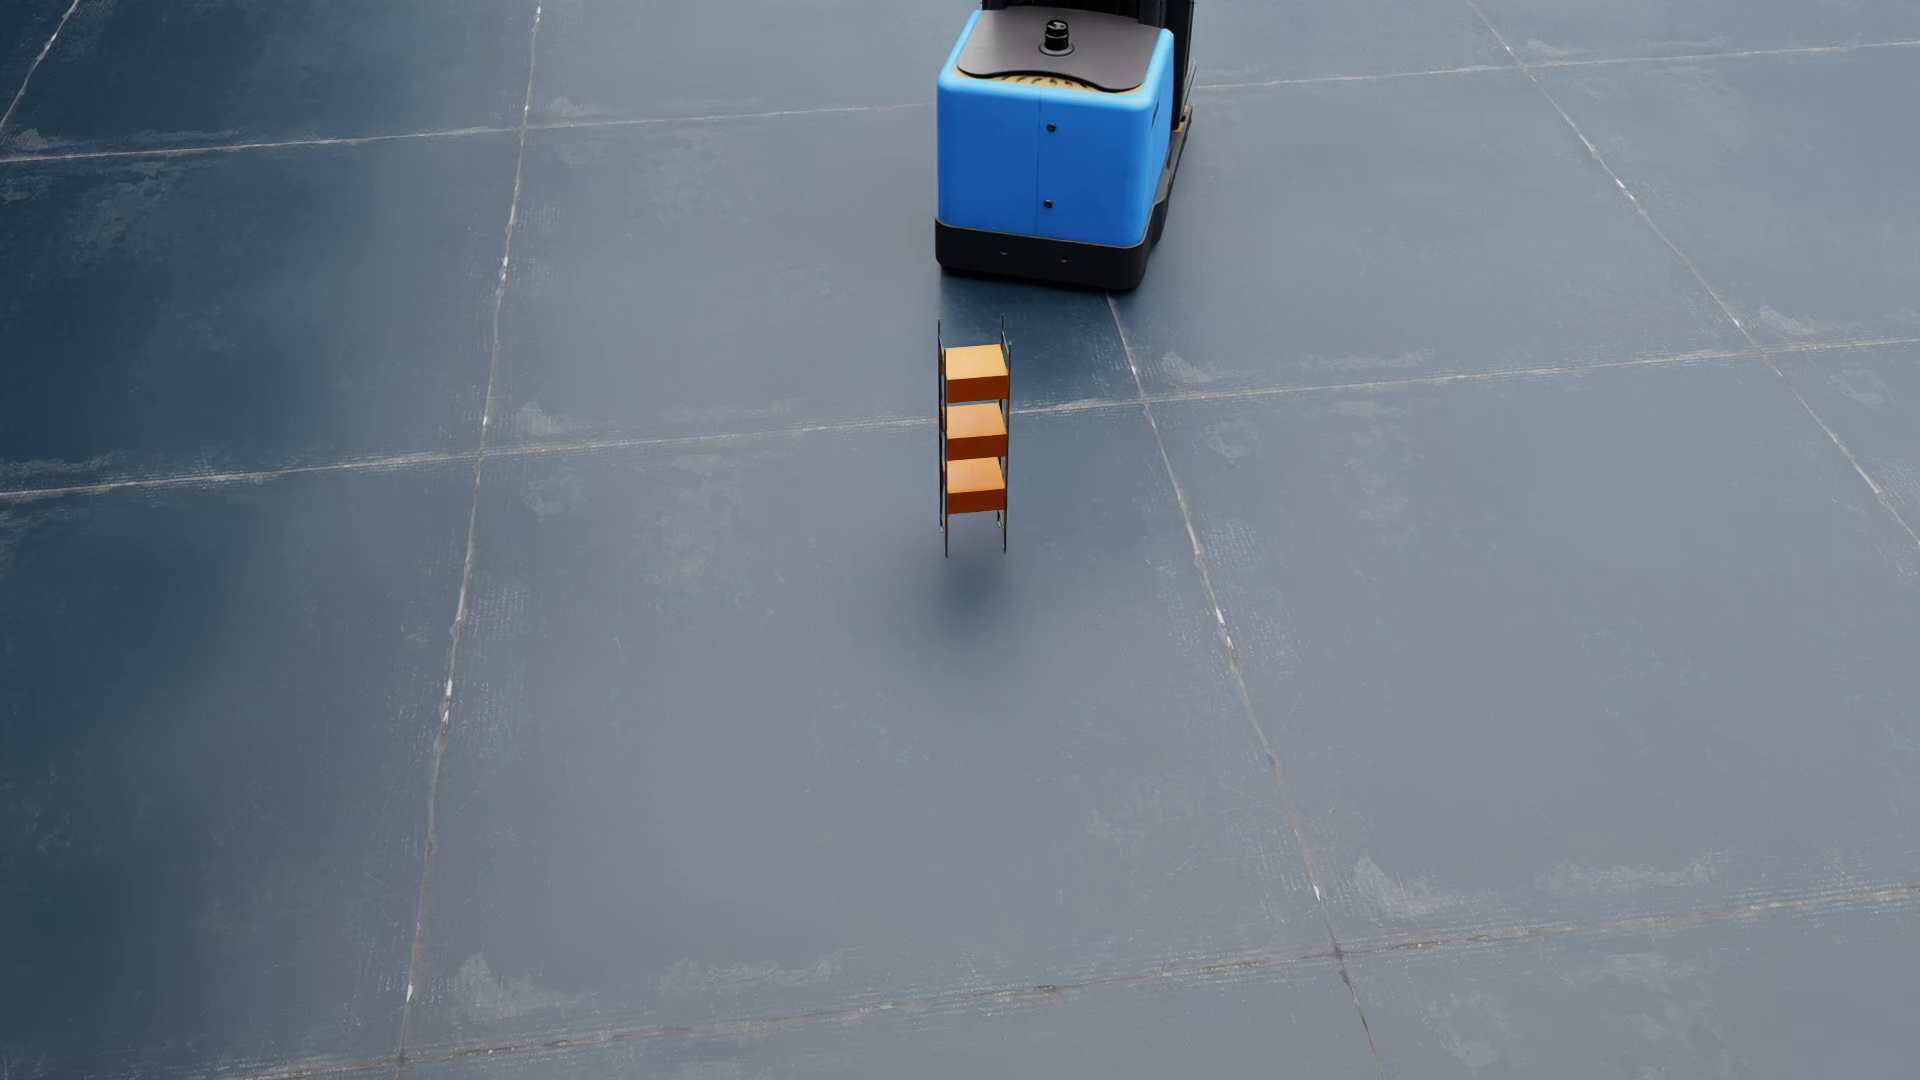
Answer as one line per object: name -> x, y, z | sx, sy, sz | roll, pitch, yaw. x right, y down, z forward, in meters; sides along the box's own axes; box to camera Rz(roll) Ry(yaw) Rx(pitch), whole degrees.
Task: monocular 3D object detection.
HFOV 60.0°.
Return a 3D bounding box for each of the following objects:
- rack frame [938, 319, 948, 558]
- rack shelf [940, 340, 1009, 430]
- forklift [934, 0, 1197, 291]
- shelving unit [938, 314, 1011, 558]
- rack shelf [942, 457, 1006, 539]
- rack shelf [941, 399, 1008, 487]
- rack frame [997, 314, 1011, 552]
rack frame -> -0.068, -0.384, 6.589 | 0.008, 1.050, 0.200 | -5, 42, -6
rack shelf -> 0.053, -0.597, 6.418 | 0.240, 0.259, 0.215 | -5, 42, -6
forklift -> 0.707, -3.314, 8.433 | 1.130, 2.935, 3.031 | 9, 43, 10
shelving unit -> 0.053, -0.394, 6.601 | 0.252, 1.050, 0.215 | -5, 42, -6
rack shelf -> 0.053, -0.180, 6.794 | 0.240, 0.259, 0.215 | -5, 42, -6
rack shelf -> 0.053, -0.387, 6.608 | 0.240, 0.259, 0.215 | -5, 42, -6
rack frame -> 0.174, -0.405, 6.612 | 0.008, 1.050, 0.200 | -5, 42, -6
